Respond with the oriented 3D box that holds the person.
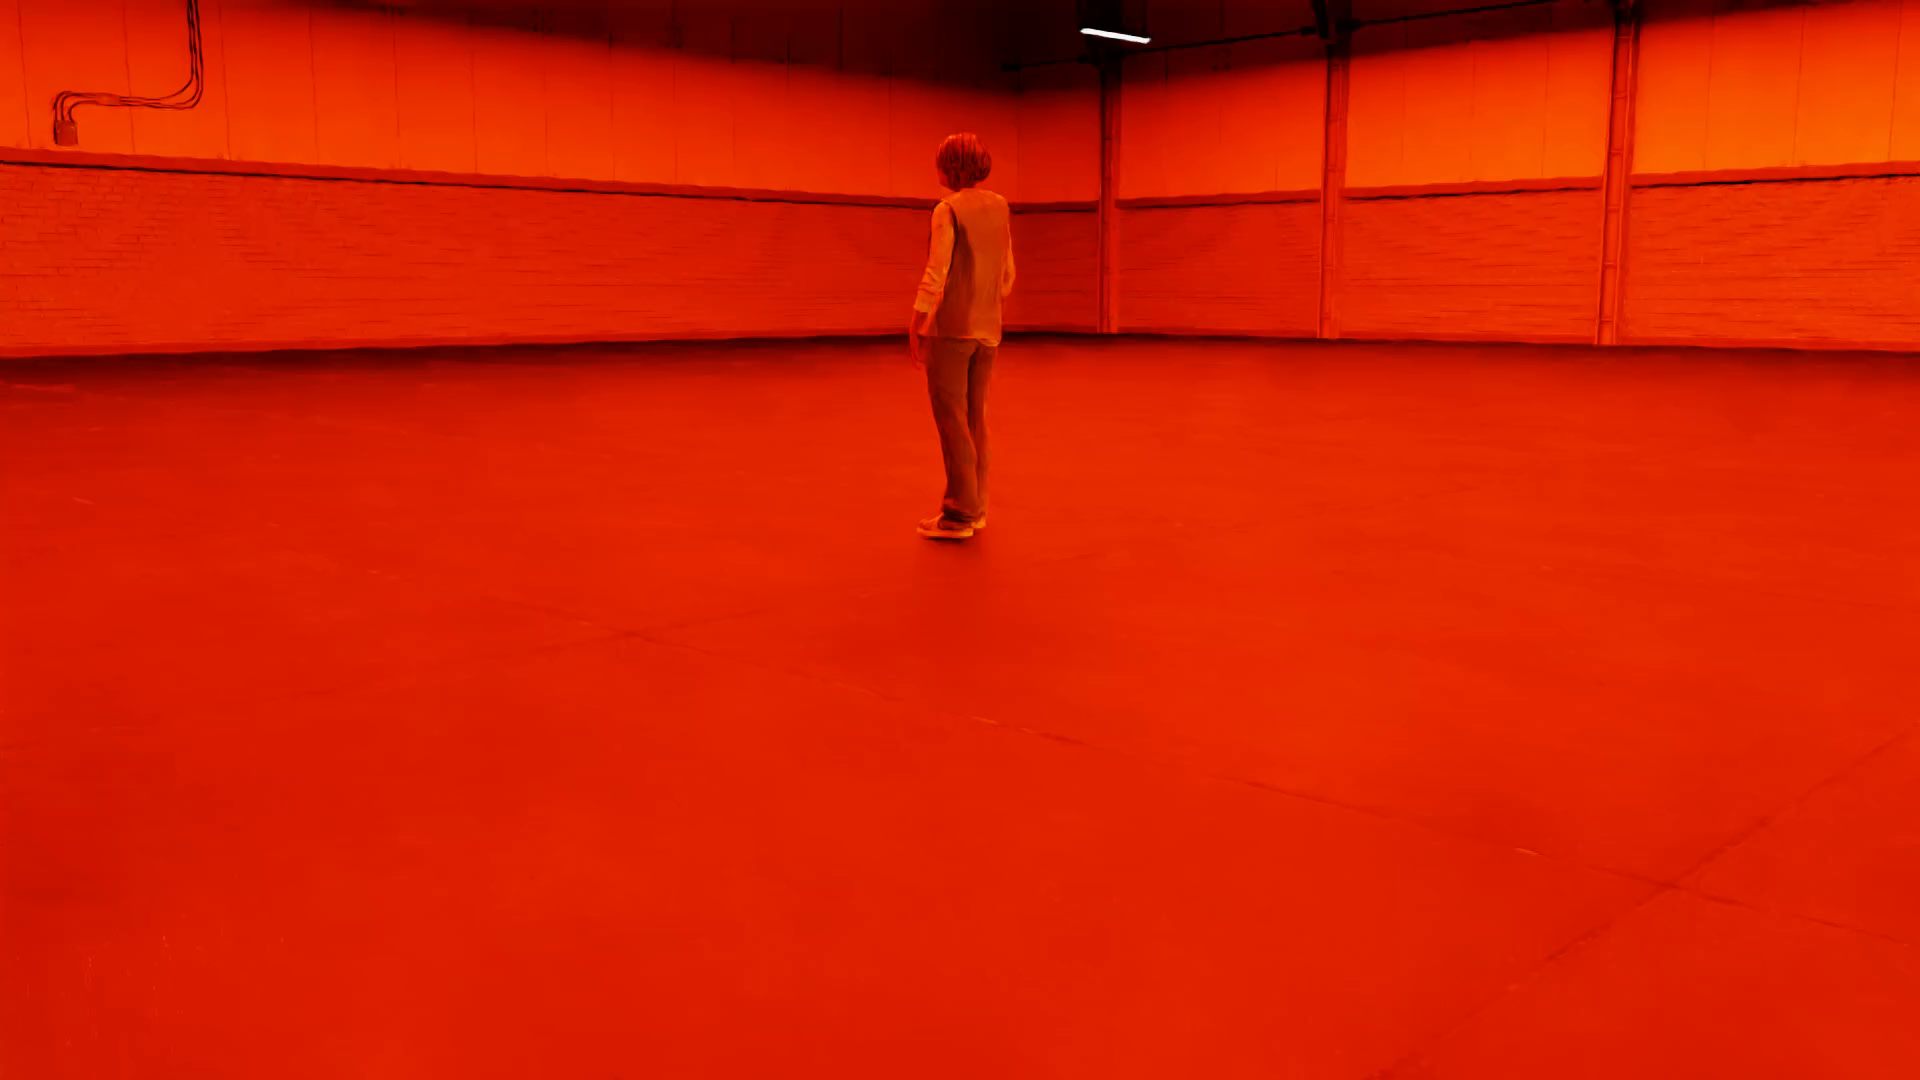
[{"bbox_3d":[-0.044,-0.806,6.658,0.474,1.597,0.521,8,12,43],"label":"person"}]
